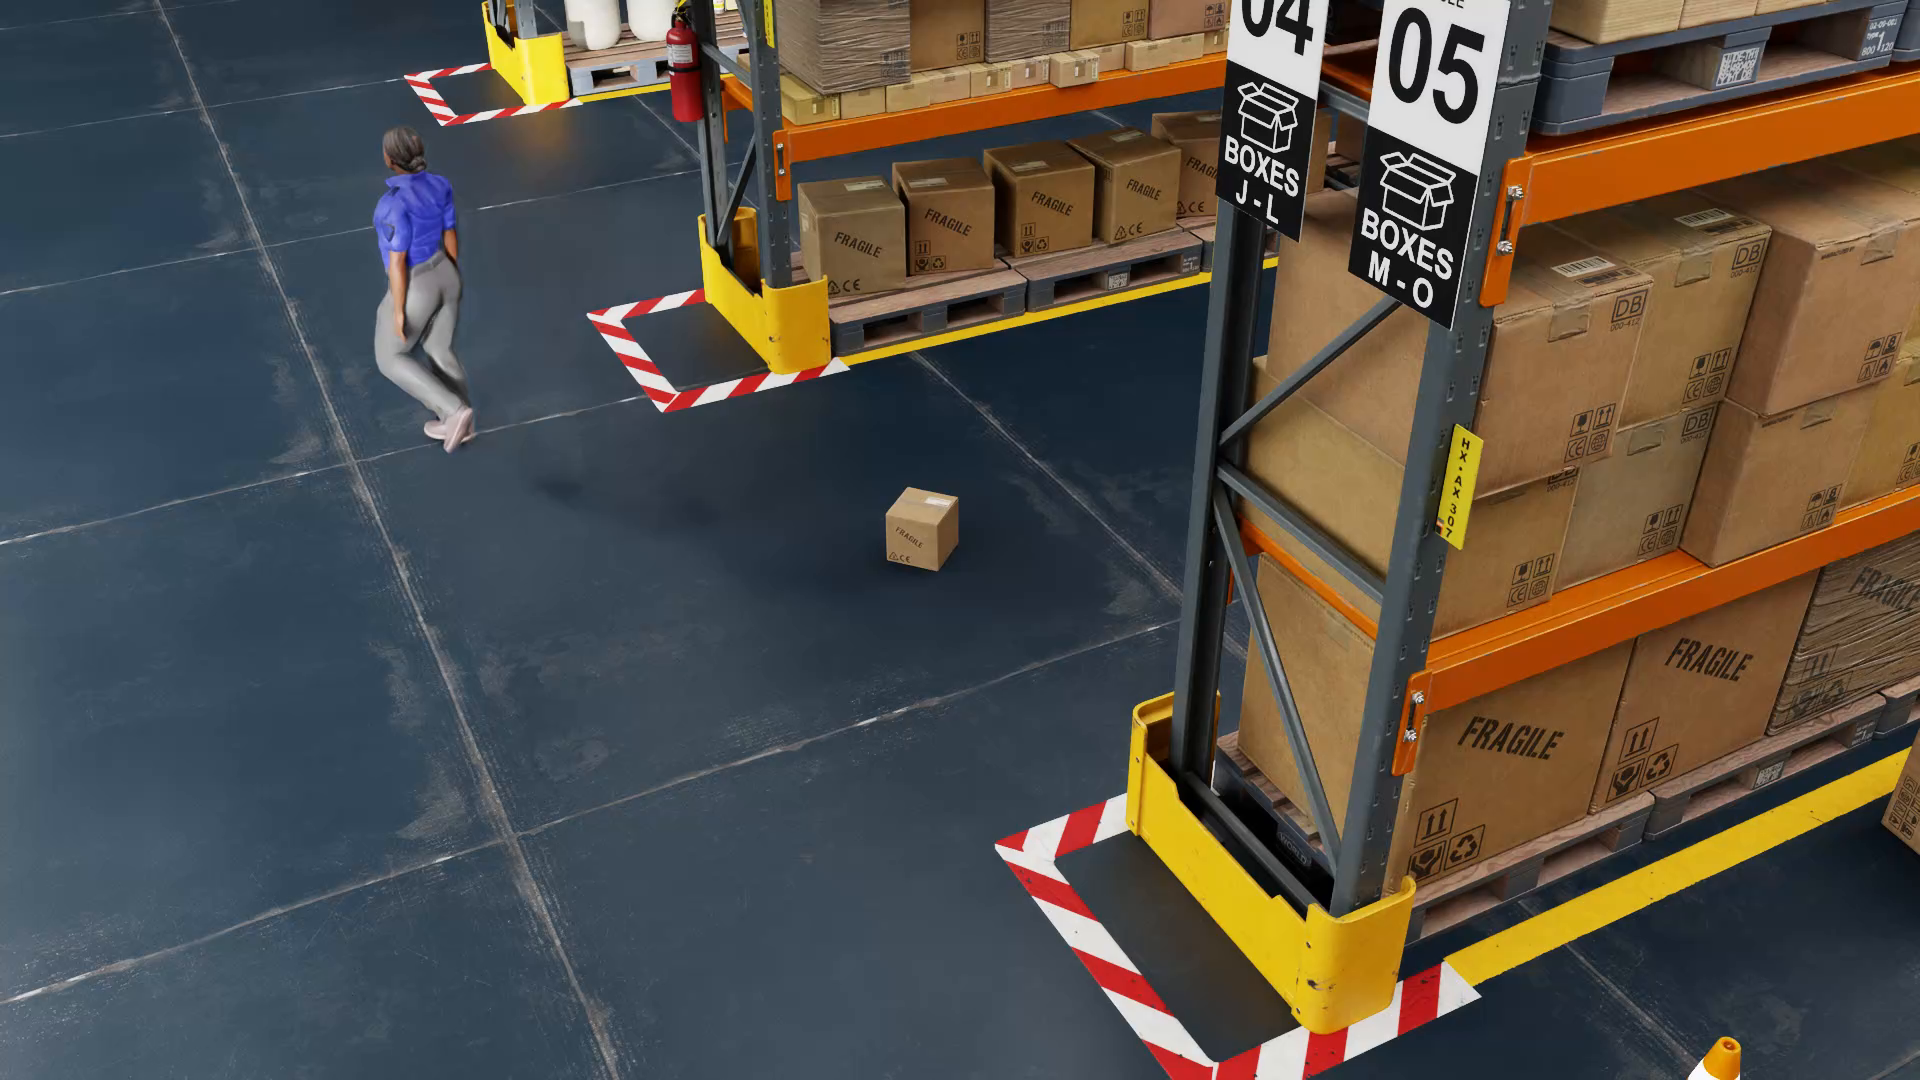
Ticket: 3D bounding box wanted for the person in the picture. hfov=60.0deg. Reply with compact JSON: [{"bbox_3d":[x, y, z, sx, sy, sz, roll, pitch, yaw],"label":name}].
[{"bbox_3d":[-2.553,-1.178,7.904,0.475,1.647,0.465,14,36,21],"label":"person"}]
